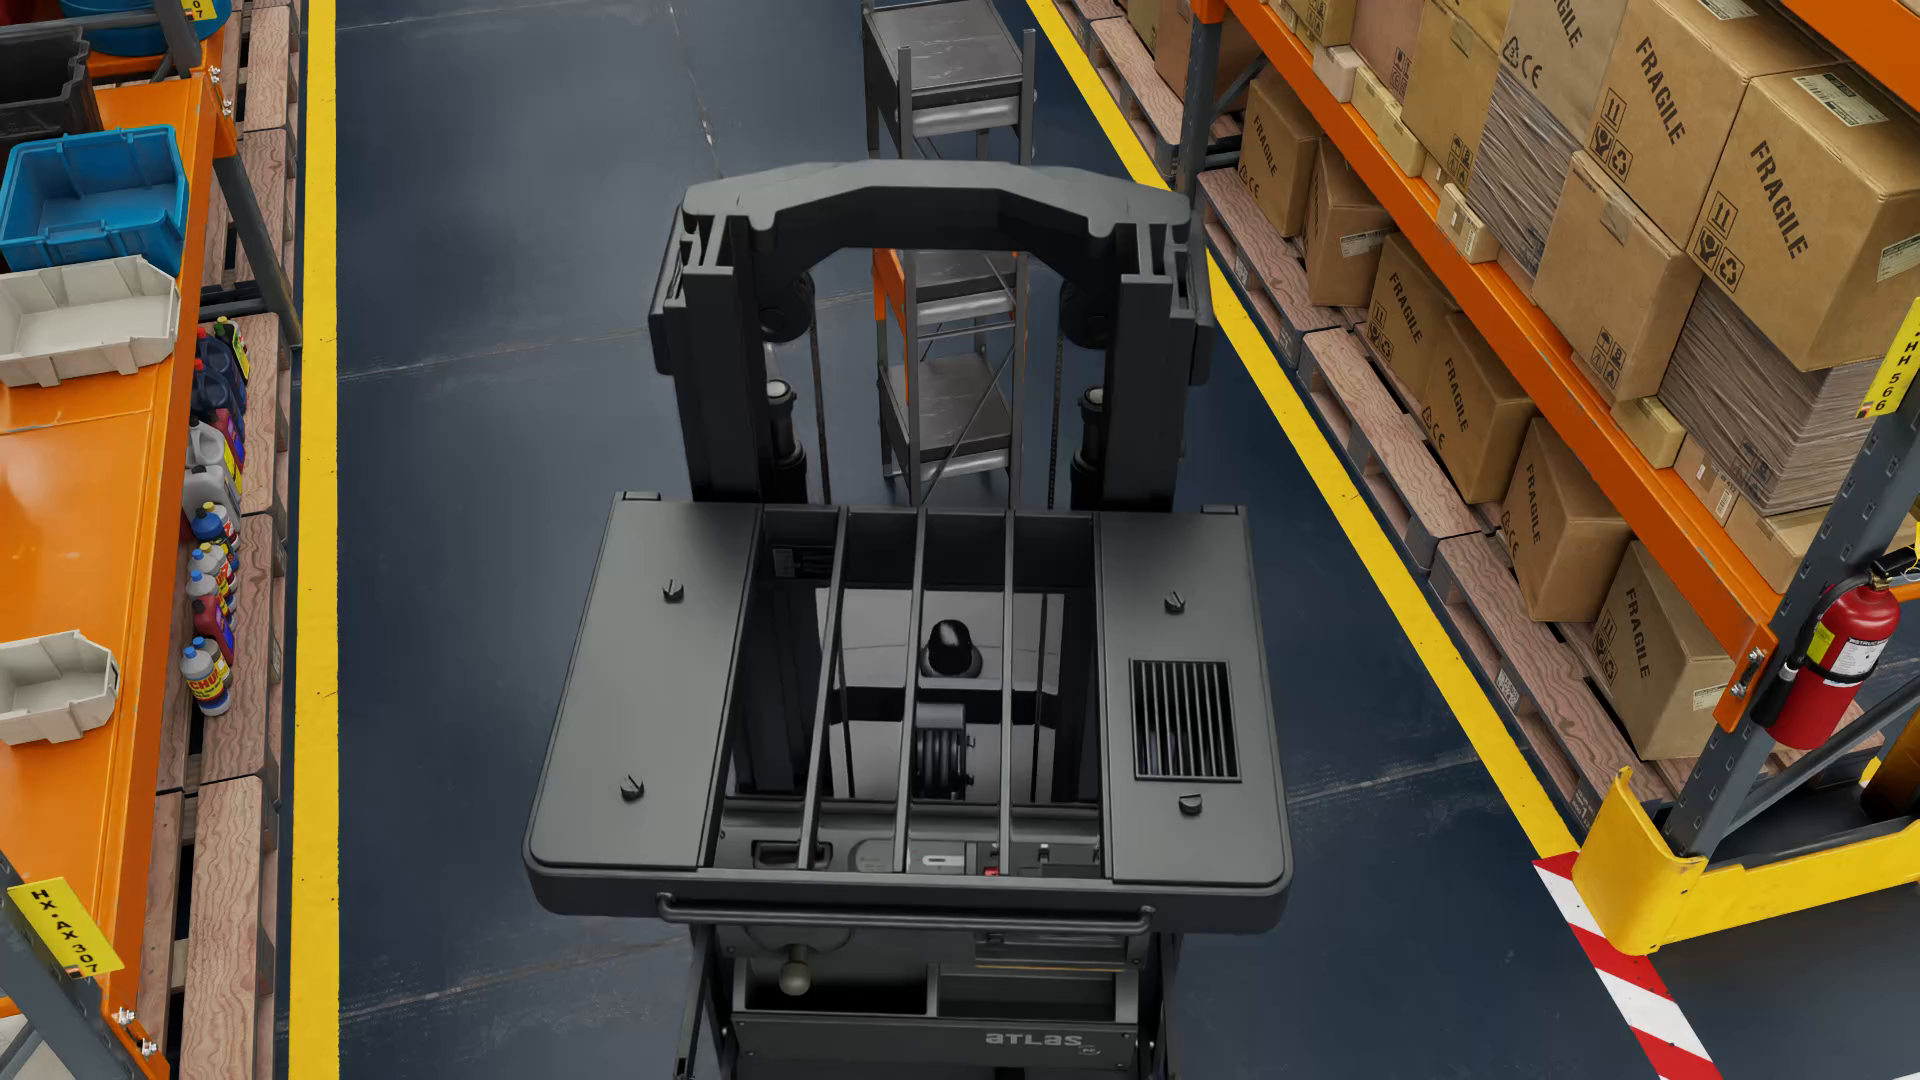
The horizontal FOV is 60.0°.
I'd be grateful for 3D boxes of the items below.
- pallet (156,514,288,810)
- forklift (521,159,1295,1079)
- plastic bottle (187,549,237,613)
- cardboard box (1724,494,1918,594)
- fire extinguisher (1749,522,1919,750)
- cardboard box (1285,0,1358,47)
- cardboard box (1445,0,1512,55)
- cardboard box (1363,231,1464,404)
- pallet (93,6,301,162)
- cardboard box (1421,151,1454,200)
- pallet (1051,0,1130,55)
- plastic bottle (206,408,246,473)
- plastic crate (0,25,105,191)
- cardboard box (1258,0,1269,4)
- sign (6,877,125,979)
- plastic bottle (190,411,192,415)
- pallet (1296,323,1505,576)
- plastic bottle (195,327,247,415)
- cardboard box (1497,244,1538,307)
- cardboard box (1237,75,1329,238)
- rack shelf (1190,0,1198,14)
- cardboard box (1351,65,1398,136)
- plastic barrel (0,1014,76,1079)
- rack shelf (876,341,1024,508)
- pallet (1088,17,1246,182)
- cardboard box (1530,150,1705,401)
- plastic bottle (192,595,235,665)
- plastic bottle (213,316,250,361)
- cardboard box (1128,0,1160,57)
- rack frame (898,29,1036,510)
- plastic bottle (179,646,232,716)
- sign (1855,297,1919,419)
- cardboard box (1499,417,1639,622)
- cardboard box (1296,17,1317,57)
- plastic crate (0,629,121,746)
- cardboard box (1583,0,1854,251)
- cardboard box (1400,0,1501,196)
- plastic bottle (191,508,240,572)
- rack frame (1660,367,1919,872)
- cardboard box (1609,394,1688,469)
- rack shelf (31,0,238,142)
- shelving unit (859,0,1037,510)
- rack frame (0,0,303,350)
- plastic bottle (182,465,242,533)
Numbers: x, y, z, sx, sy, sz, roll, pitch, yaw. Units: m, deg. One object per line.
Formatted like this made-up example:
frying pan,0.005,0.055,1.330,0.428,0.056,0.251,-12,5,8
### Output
pallet,-2.835,0.478,5.634,1.003,0.211,1.213,-11,47,-10
forklift,-0.062,0.864,3.351,1.130,2.935,3.031,1,46,1
plastic bottle,-2.535,0.135,5.620,0.097,0.271,0.097,0,46,0
cardboard box,2.256,-0.028,4.353,0.380,0.149,0.250,-11,47,-10
fire extinguisher,2.113,0.233,3.975,0.296,0.674,0.183,-11,47,-10
cardboard box,1.654,-2.184,6.012,0.875,0.500,0.500,-11,47,-10
cardboard box,1.770,-1.817,4.952,0.500,0.500,0.500,-11,47,-10
cardboard box,1.958,-0.899,6.487,0.500,0.500,0.500,-15,47,-14
pallet,-3.837,-2.216,8.274,1.003,0.211,1.213,-11,47,-10
cardboard box,1.774,-1.230,5.531,0.380,0.149,0.250,-11,47,-10
pallet,0.988,-3.124,9.164,1.003,0.211,1.213,-11,47,-10
plastic bottle,-2.708,-0.387,6.123,0.061,0.283,0.133,-8,46,-8
plastic crate,-3.272,-1.407,5.572,0.767,0.338,0.504,-11,47,-10
cardboard box,1.321,-2.252,6.533,0.380,0.149,0.250,-11,47,-10
sign,-1.726,0.754,3.217,0.100,0.325,0.005,-11,47,-10
plastic bottle,-2.927,-0.445,6.185,0.152,0.276,0.135,-11,47,-10
pallet,2.027,-0.442,6.535,1.003,0.211,1.213,-11,47,-10
plastic bottle,-2.839,-0.648,6.331,0.144,0.351,0.185,-12,47,-11
cardboard box,1.921,-0.888,5.196,0.380,0.149,0.250,-11,47,-10
cardboard box,1.569,-1.707,7.279,0.500,0.500,0.500,-12,47,-12
rack shelf,0.993,-3.848,8.424,1.077,0.370,4.000,-11,47,-10
cardboard box,1.613,-1.569,5.863,0.380,0.149,0.250,-11,47,-10
plastic barrel,-2.501,1.232,4.390,0.421,0.512,0.421,0,46,0
rack shelf,-0.042,-0.350,6.122,0.431,0.518,0.480,-11,47,-10
pallet,1.304,-2.280,8.337,1.003,0.211,1.213,-11,47,-10
cardboard box,2.171,-0.804,4.660,0.875,0.500,0.500,-11,47,-10
plastic bottle,-2.462,0.277,5.472,0.061,0.283,0.133,-10,46,-10
plastic bottle,-2.889,-0.794,6.579,0.097,0.201,0.097,0,46,0
cardboard box,1.265,-2.758,8.295,0.700,0.500,0.500,-11,47,-11
rack frame,0.020,-0.681,5.447,0.400,2.100,0.015,-11,47,-10
plastic bottle,-2.422,0.441,5.320,0.097,0.271,0.097,0,46,0
sign,1.987,-0.385,3.495,0.100,0.325,0.005,-11,47,-10
cardboard box,2.199,-0.070,5.674,0.500,0.500,0.500,0,46,0
cardboard box,1.485,-1.914,6.201,0.380,0.149,0.250,-11,47,-10
plastic crate,-2.177,0.364,3.978,0.298,0.136,0.250,-11,47,-10
cardboard box,2.016,-1.125,4.274,0.500,0.500,0.500,-11,47,-10
cardboard box,1.968,-1.505,5.346,0.875,0.500,0.500,-11,47,-10
plastic bottle,-2.587,-0.005,5.757,0.097,0.271,0.097,0,46,0
rack frame,2.529,0.043,4.108,1.000,3.000,0.127,-11,47,-10
cardboard box,2.079,-0.364,4.682,0.380,0.149,0.250,-11,47,-10
rack shelf,-3.795,-2.942,7.537,1.077,0.370,4.000,-11,47,-10
shelving unit,-0.042,-0.849,5.612,0.431,2.100,0.503,-11,47,-10
rack frame,-3.283,-1.813,5.927,1.000,3.000,0.127,-11,47,-10
plastic bottle,-2.670,-0.153,5.899,0.152,0.276,0.135,-10,46,-10
